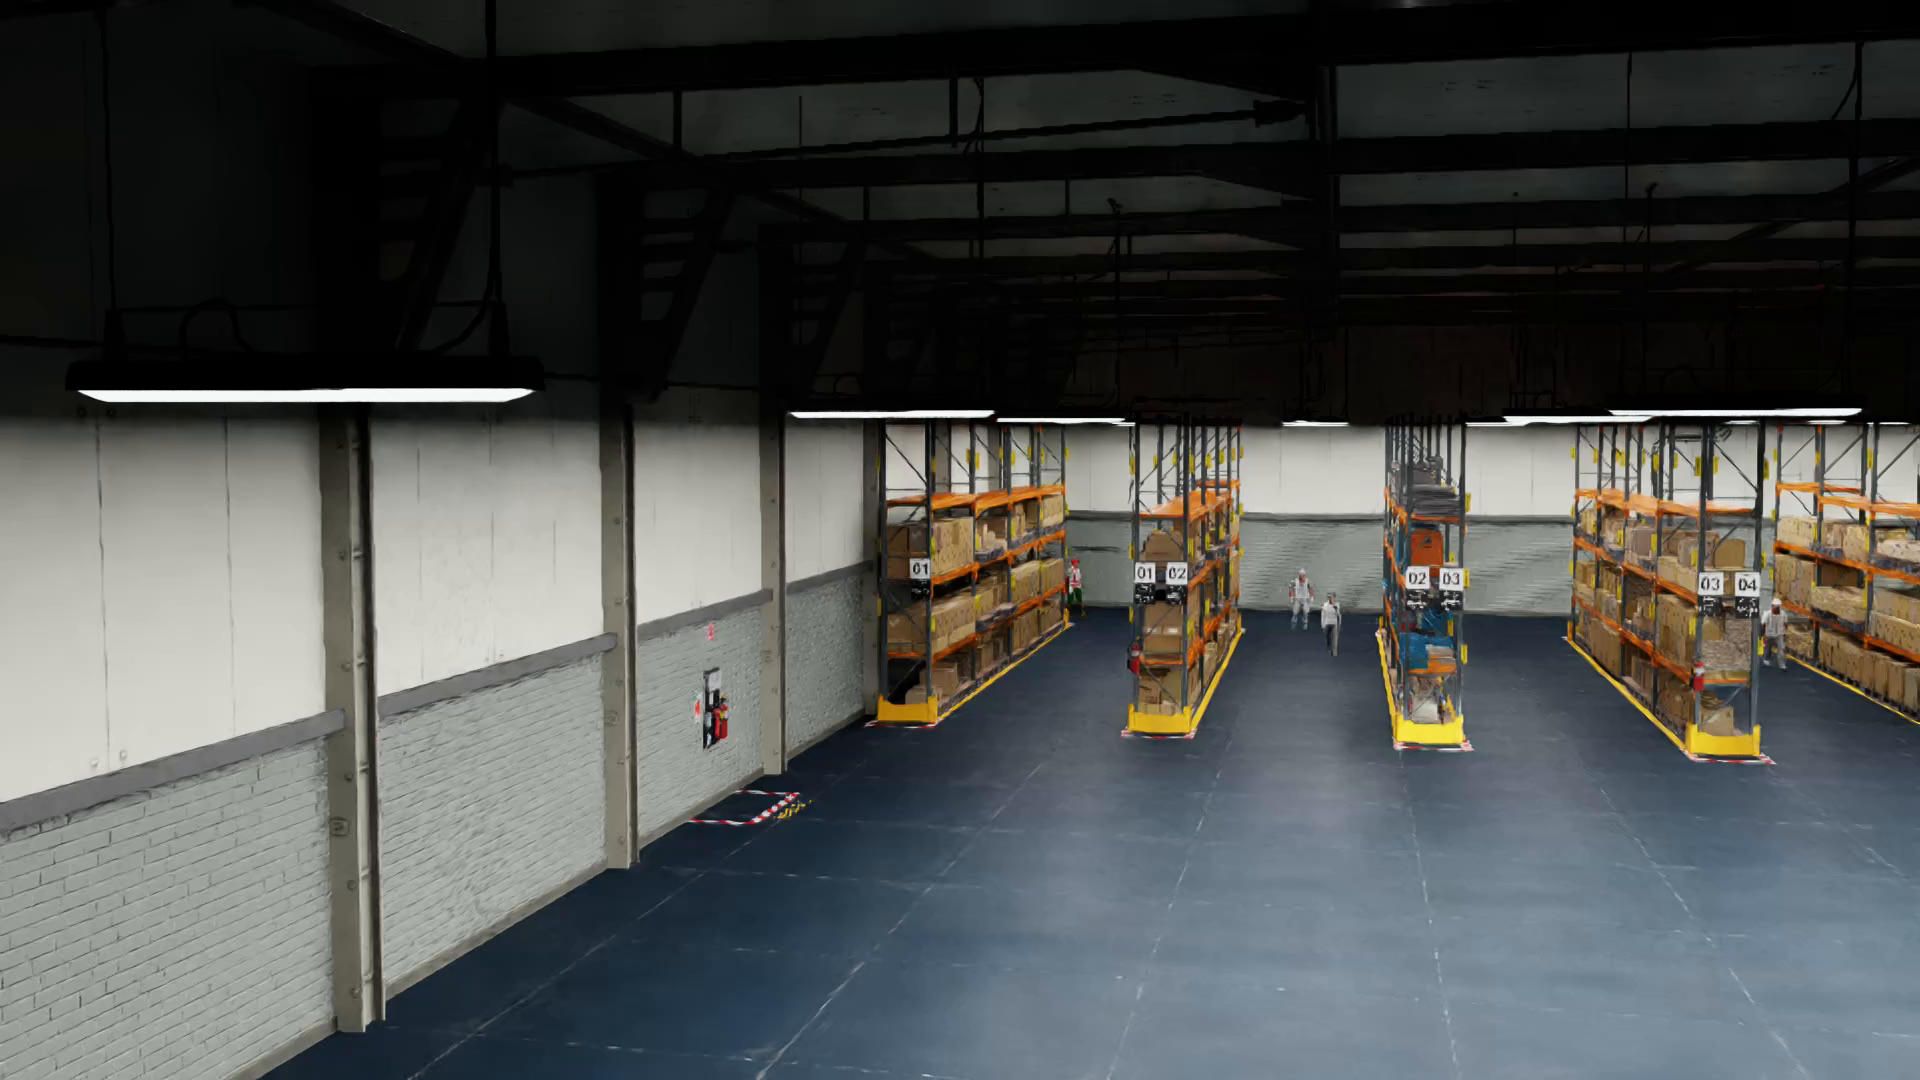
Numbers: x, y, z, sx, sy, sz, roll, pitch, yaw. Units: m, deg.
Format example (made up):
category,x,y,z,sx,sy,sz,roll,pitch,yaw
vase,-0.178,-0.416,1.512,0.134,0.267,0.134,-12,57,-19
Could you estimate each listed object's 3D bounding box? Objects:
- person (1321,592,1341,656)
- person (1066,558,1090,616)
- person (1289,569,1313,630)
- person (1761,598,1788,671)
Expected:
category,x,y,z,sx,sy,sz,roll,pitch,yaw
person,9.300,2.088,41.738,0.482,1.587,1.086,1,4,15
person,3.491,1.425,50.181,0.716,1.785,0.532,-3,5,-39
person,9.640,1.684,46.984,0.677,1.742,0.552,1,4,11
person,19.245,2.210,39.297,0.577,1.691,1.121,1,4,15
